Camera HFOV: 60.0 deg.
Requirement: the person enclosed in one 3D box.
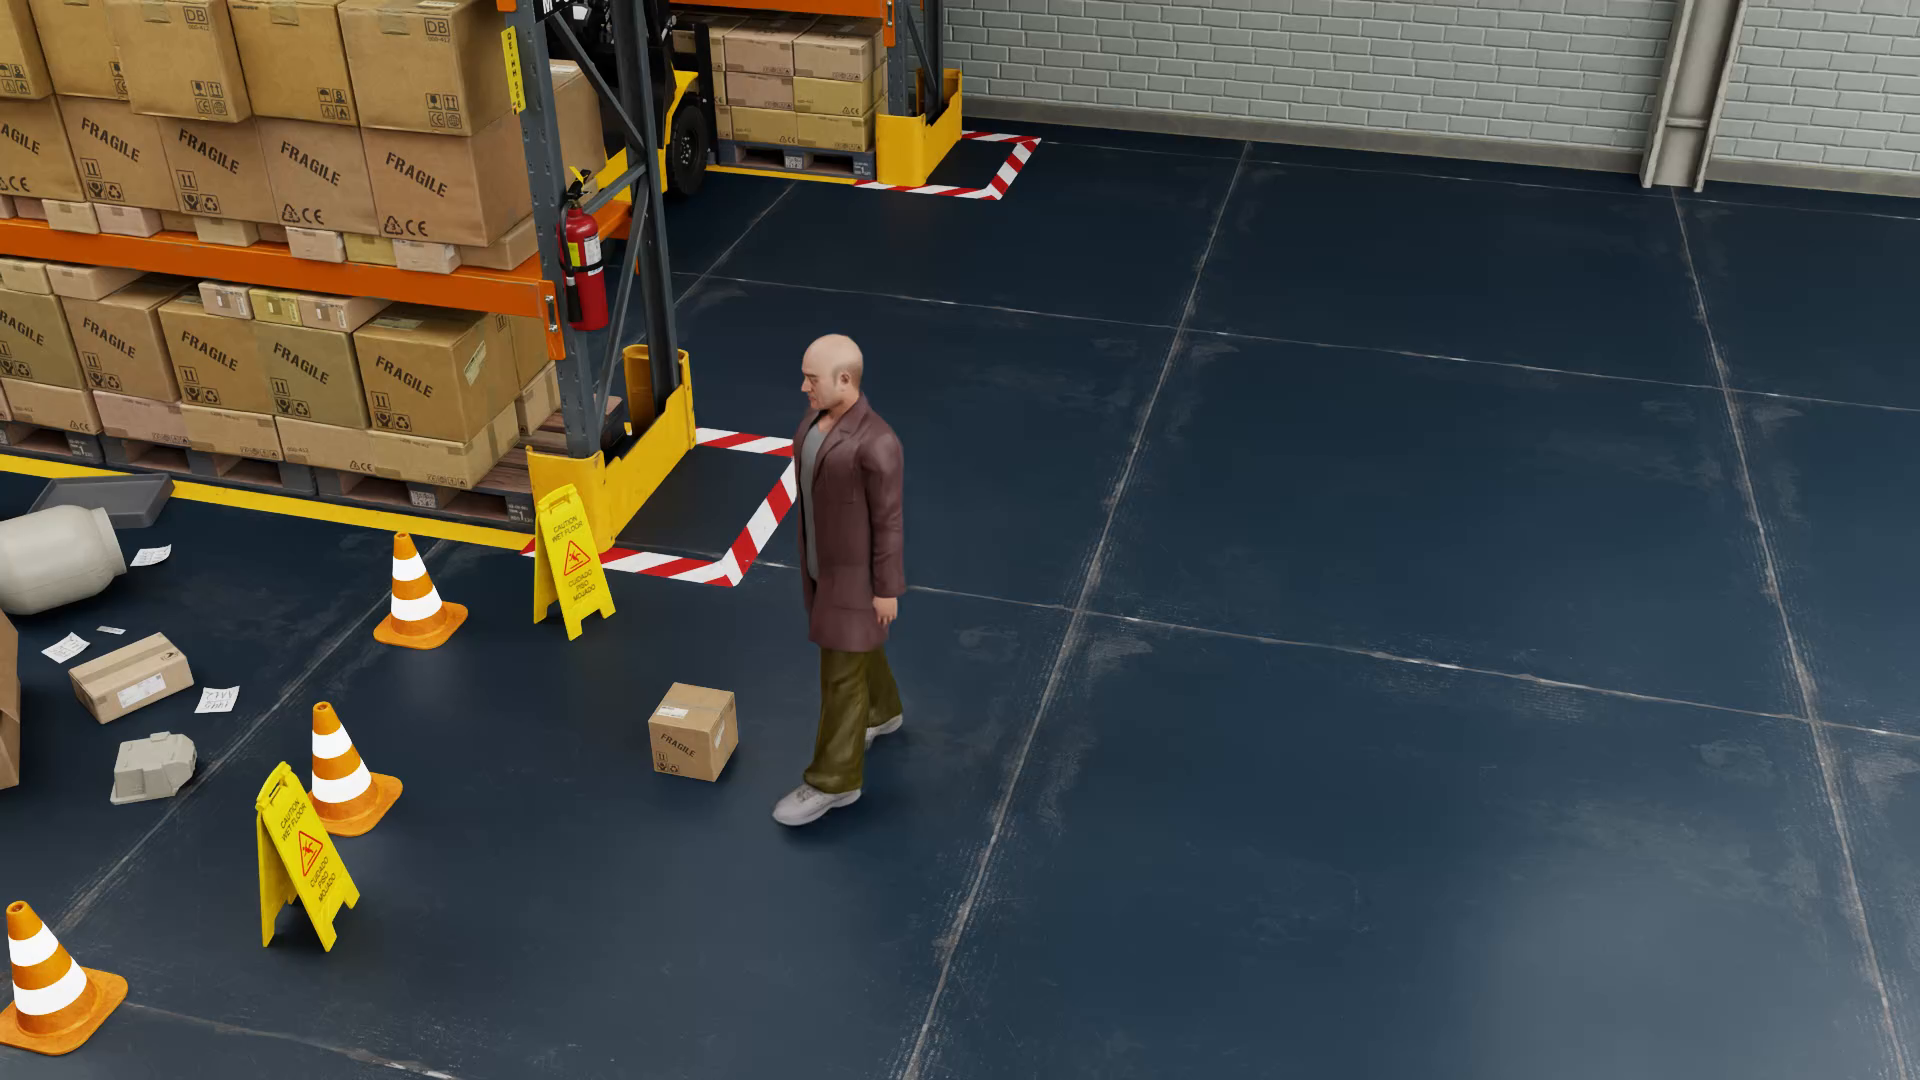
[{"bbox_3d":[-0.487,0.125,5.946,0.727,1.773,0.599,-18,37,-26],"label":"person"}]
